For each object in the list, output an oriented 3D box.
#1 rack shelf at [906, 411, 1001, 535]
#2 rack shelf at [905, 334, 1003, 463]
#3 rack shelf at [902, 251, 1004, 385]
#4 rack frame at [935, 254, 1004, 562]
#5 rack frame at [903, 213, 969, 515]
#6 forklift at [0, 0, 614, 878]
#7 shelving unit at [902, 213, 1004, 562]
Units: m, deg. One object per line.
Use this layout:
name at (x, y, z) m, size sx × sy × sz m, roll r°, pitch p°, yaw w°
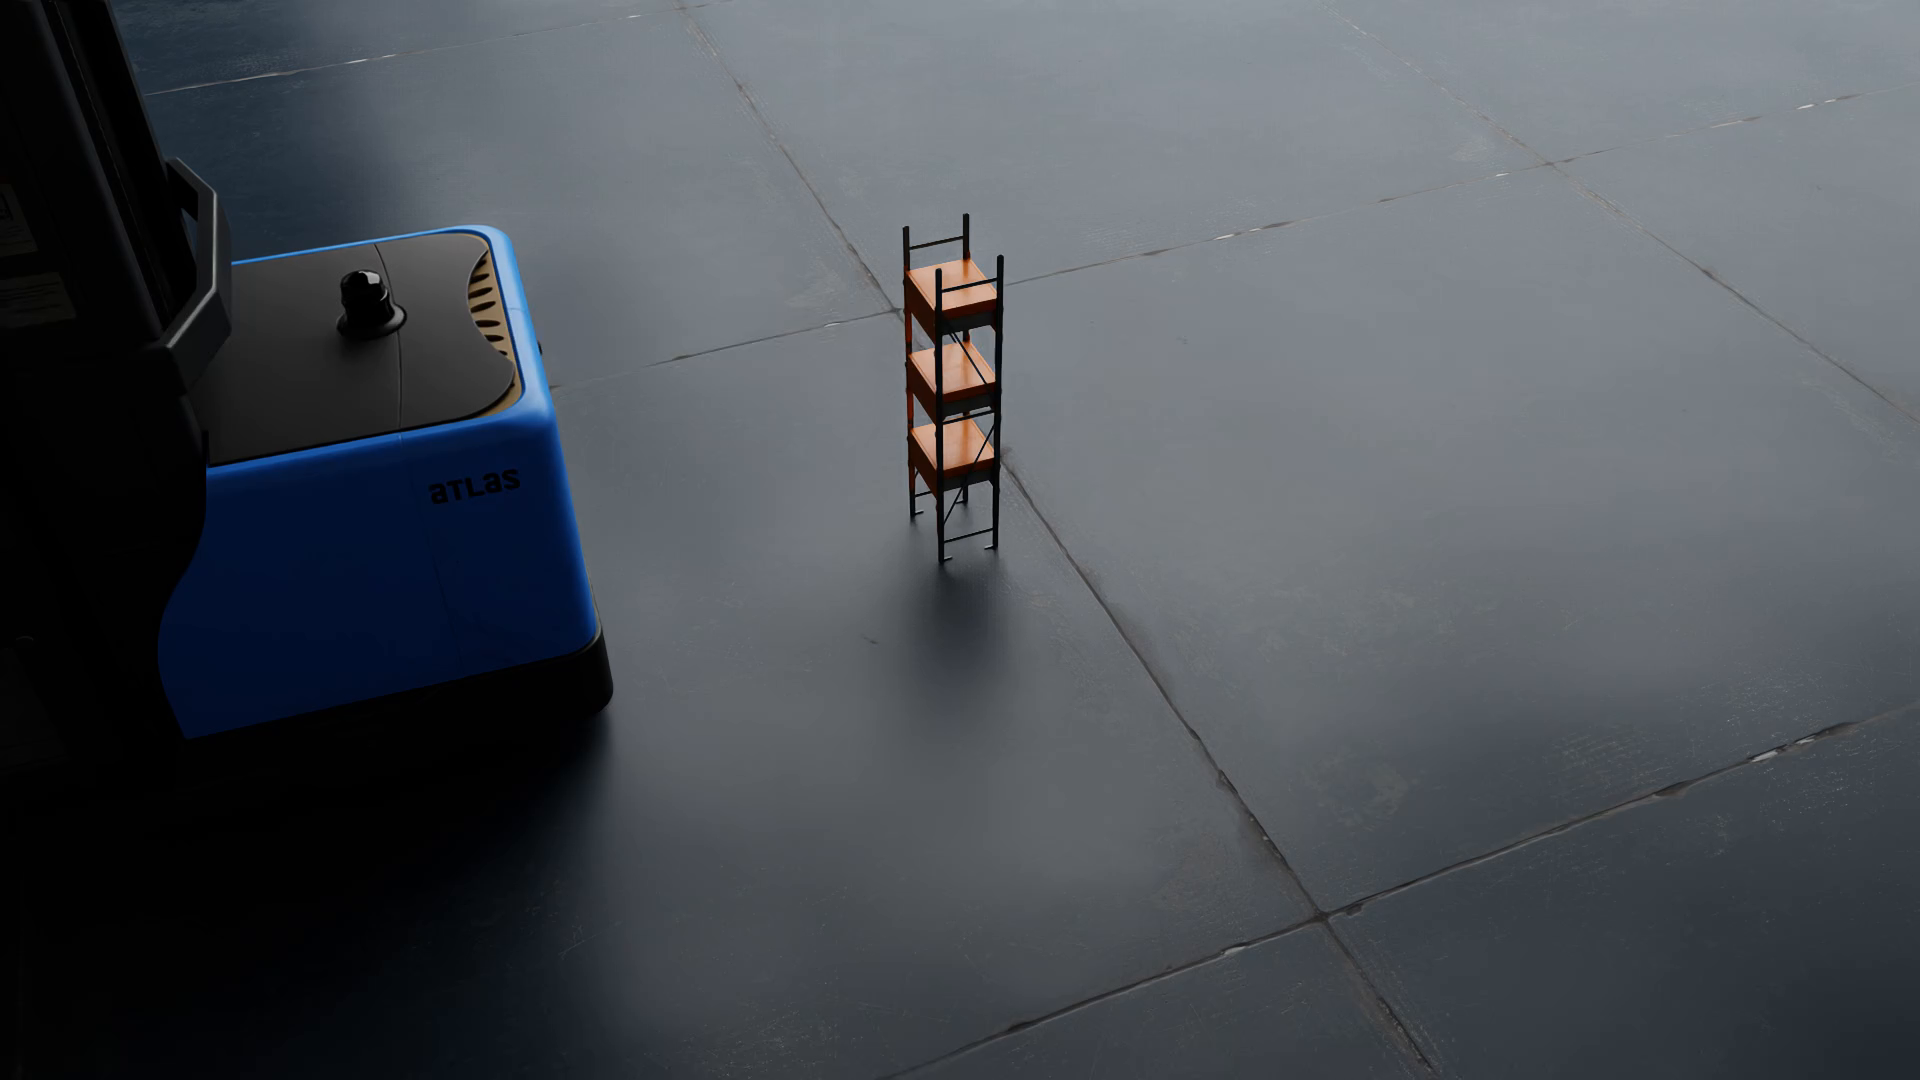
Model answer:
rack shelf at (-0.020, -0.212, 5.133) m, size 0.215 × 0.259 × 0.240 m, roll -15°, pitch 43°, yaw -17°
rack shelf at (-0.020, -0.422, 4.952) m, size 0.215 × 0.259 × 0.240 m, roll -15°, pitch 43°, yaw -17°
rack shelf at (-0.020, -0.637, 4.767) m, size 0.215 × 0.259 × 0.240 m, roll -15°, pitch 43°, yaw -17°
rack frame at (0.026, -0.357, 4.860) m, size 0.200 × 1.050 × 0.008 m, roll -15°, pitch 43°, yaw -17°
rack frame at (-0.067, -0.504, 5.031) m, size 0.200 × 1.050 × 0.008 m, roll -15°, pitch 43°, yaw -17°
forklift at (-2.542, -0.593, 3.691) m, size 3.031 × 2.935 × 1.130 m, roll -12°, pitch 42°, yaw -14°
shelving unit at (-0.020, -0.430, 4.945) m, size 0.215 × 1.050 × 0.252 m, roll -15°, pitch 43°, yaw -17°
